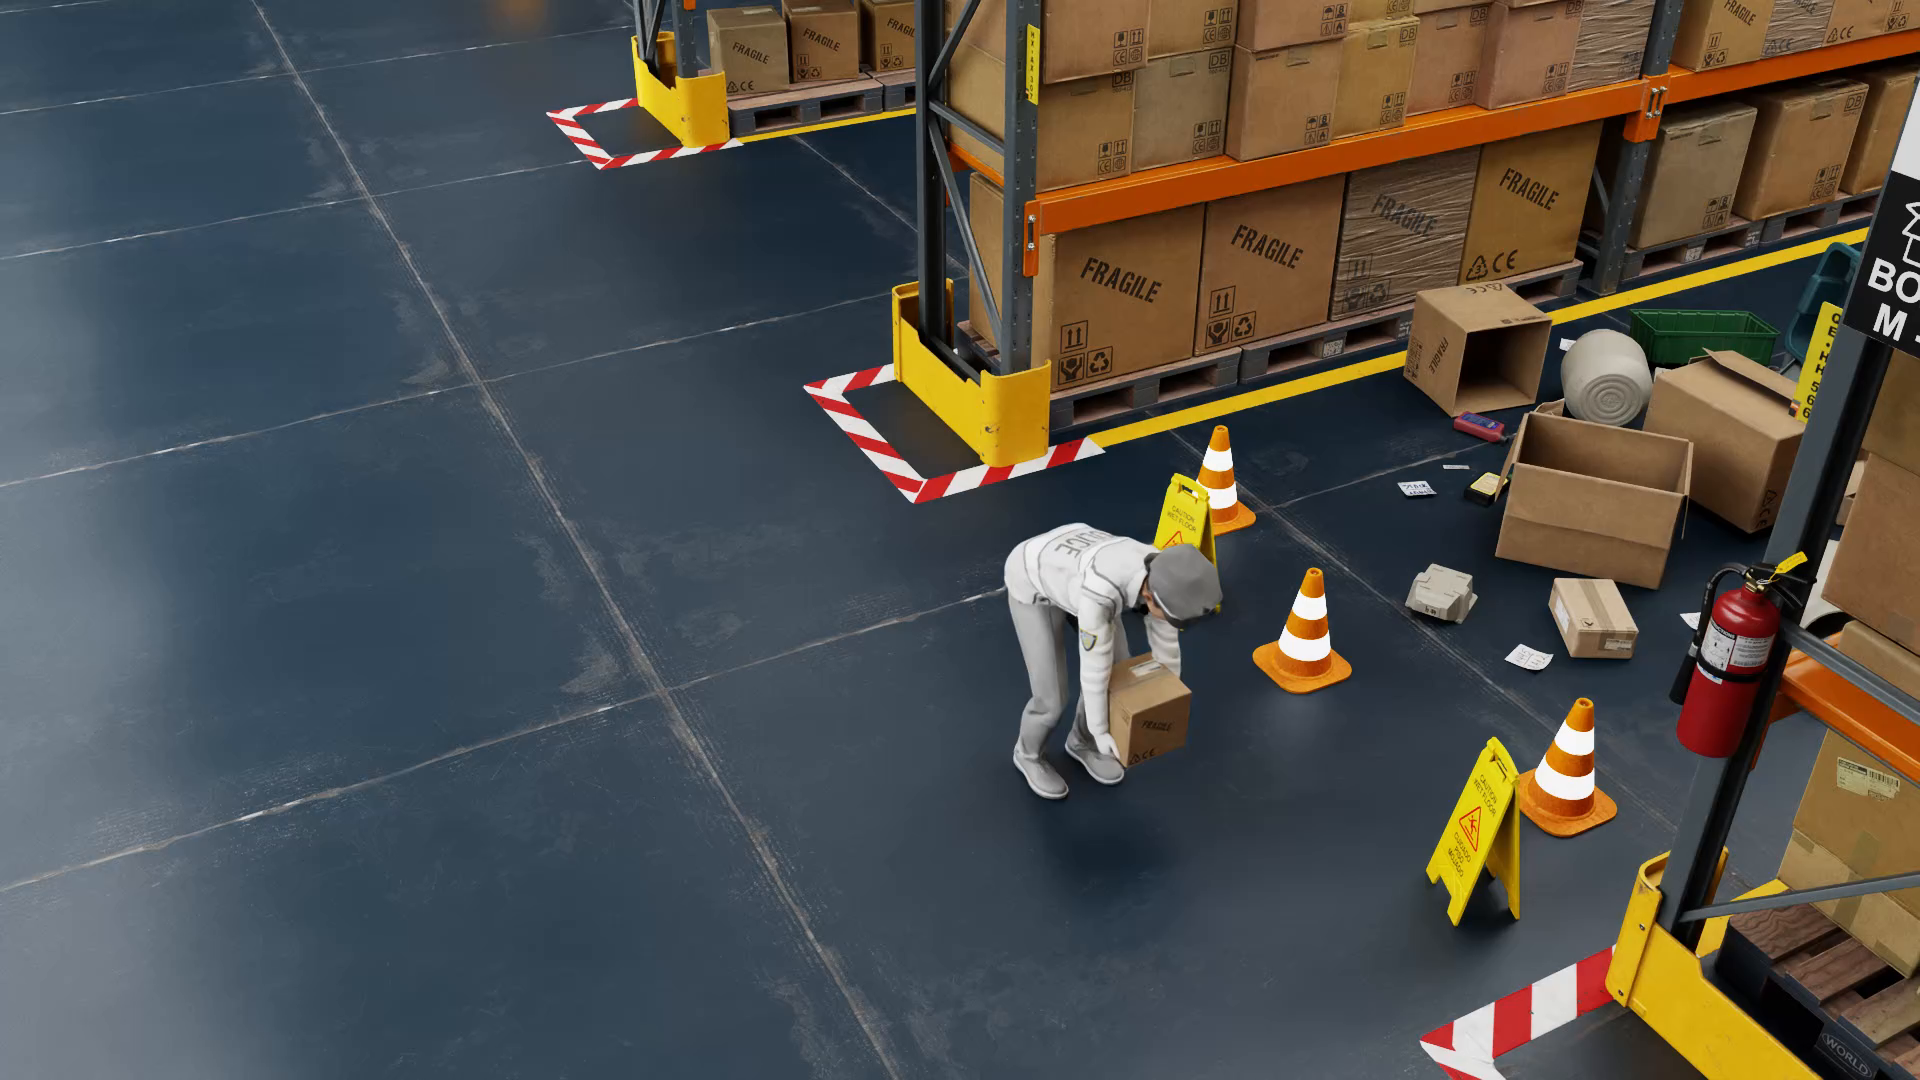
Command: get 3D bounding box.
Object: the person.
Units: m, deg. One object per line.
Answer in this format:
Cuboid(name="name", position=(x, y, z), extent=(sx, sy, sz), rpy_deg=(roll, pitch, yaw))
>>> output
Cuboid(name="person", position=(0.517, 0.435, 5.863), extent=(0.426, 1.244, 0.895), rpy_deg=(-22, 39, -30))
